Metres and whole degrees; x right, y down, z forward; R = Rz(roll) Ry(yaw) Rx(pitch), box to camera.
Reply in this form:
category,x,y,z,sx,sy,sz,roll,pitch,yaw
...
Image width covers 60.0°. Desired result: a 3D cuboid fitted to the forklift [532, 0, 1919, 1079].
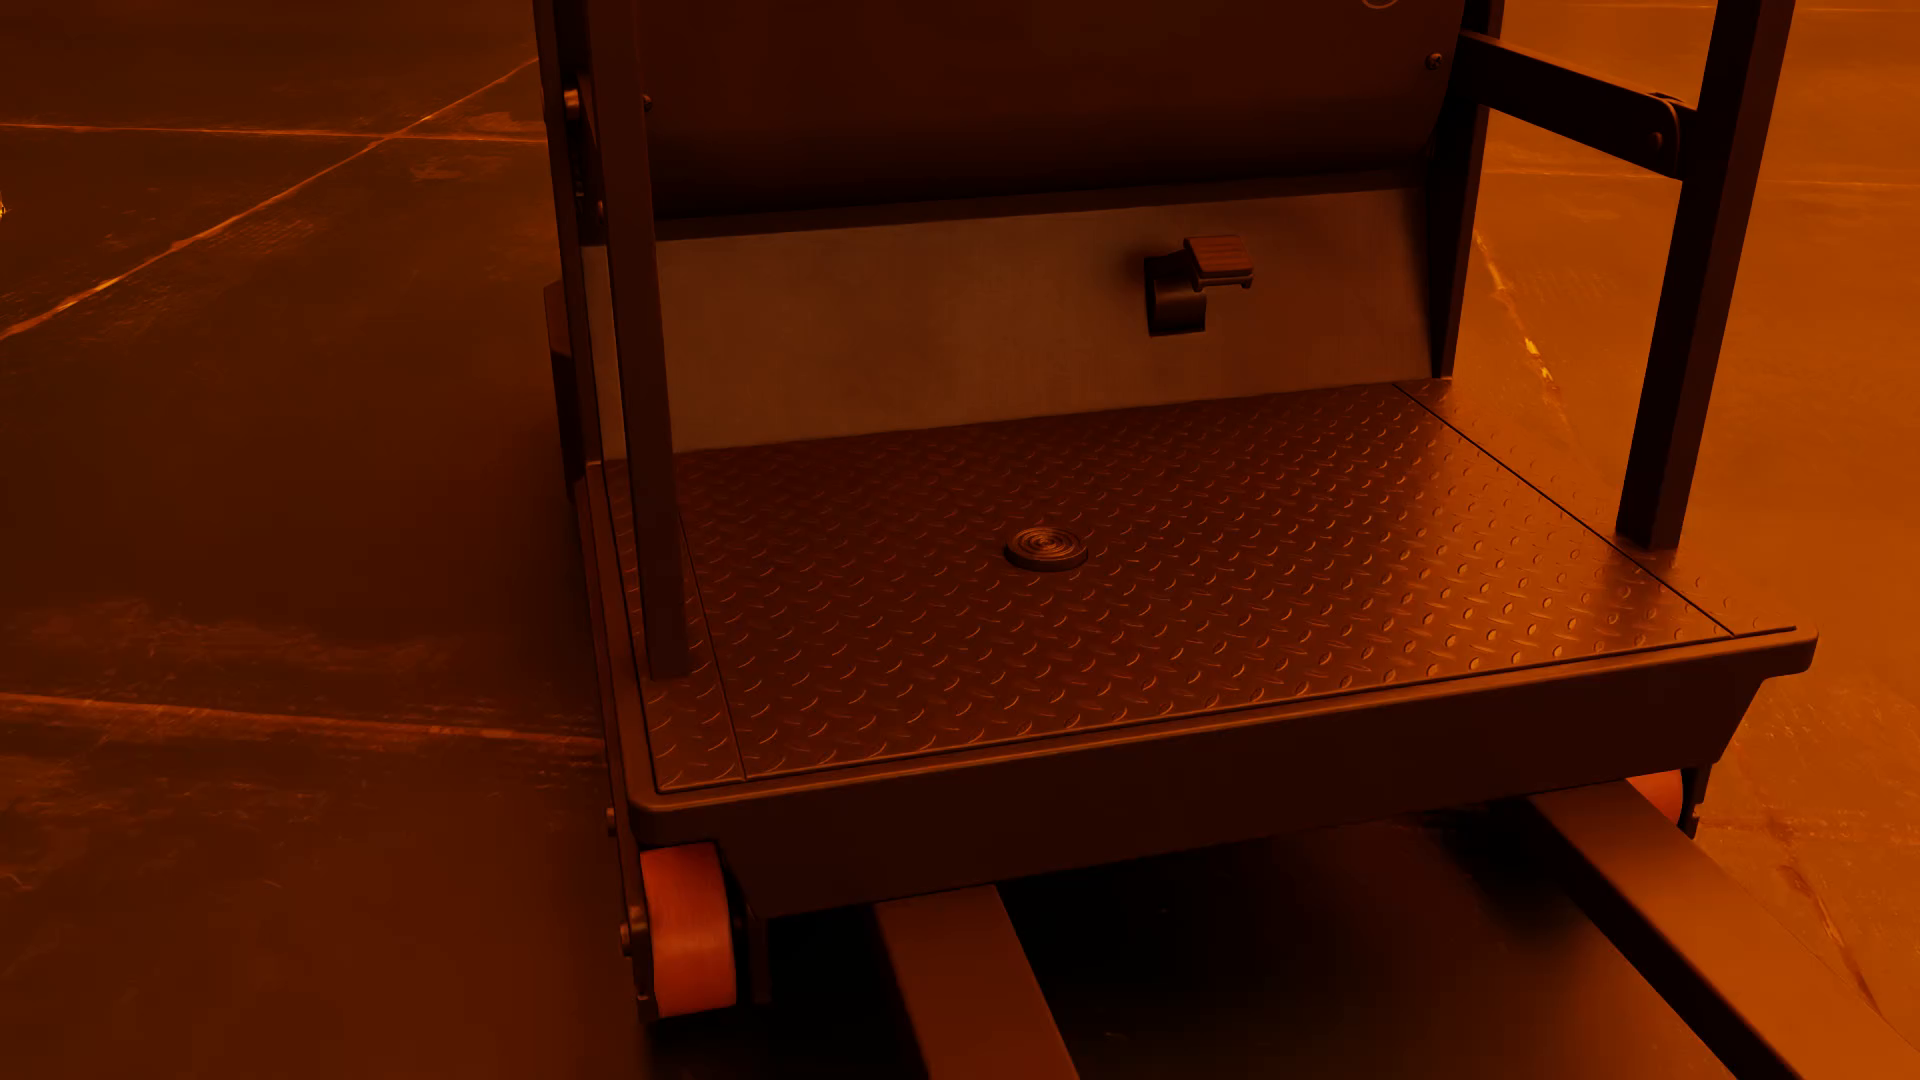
category,x,y,z,sx,sy,sz,roll,pitch,yaw
forklift,0.153,-1.049,1.319,1.130,2.935,3.031,-7,27,-13
